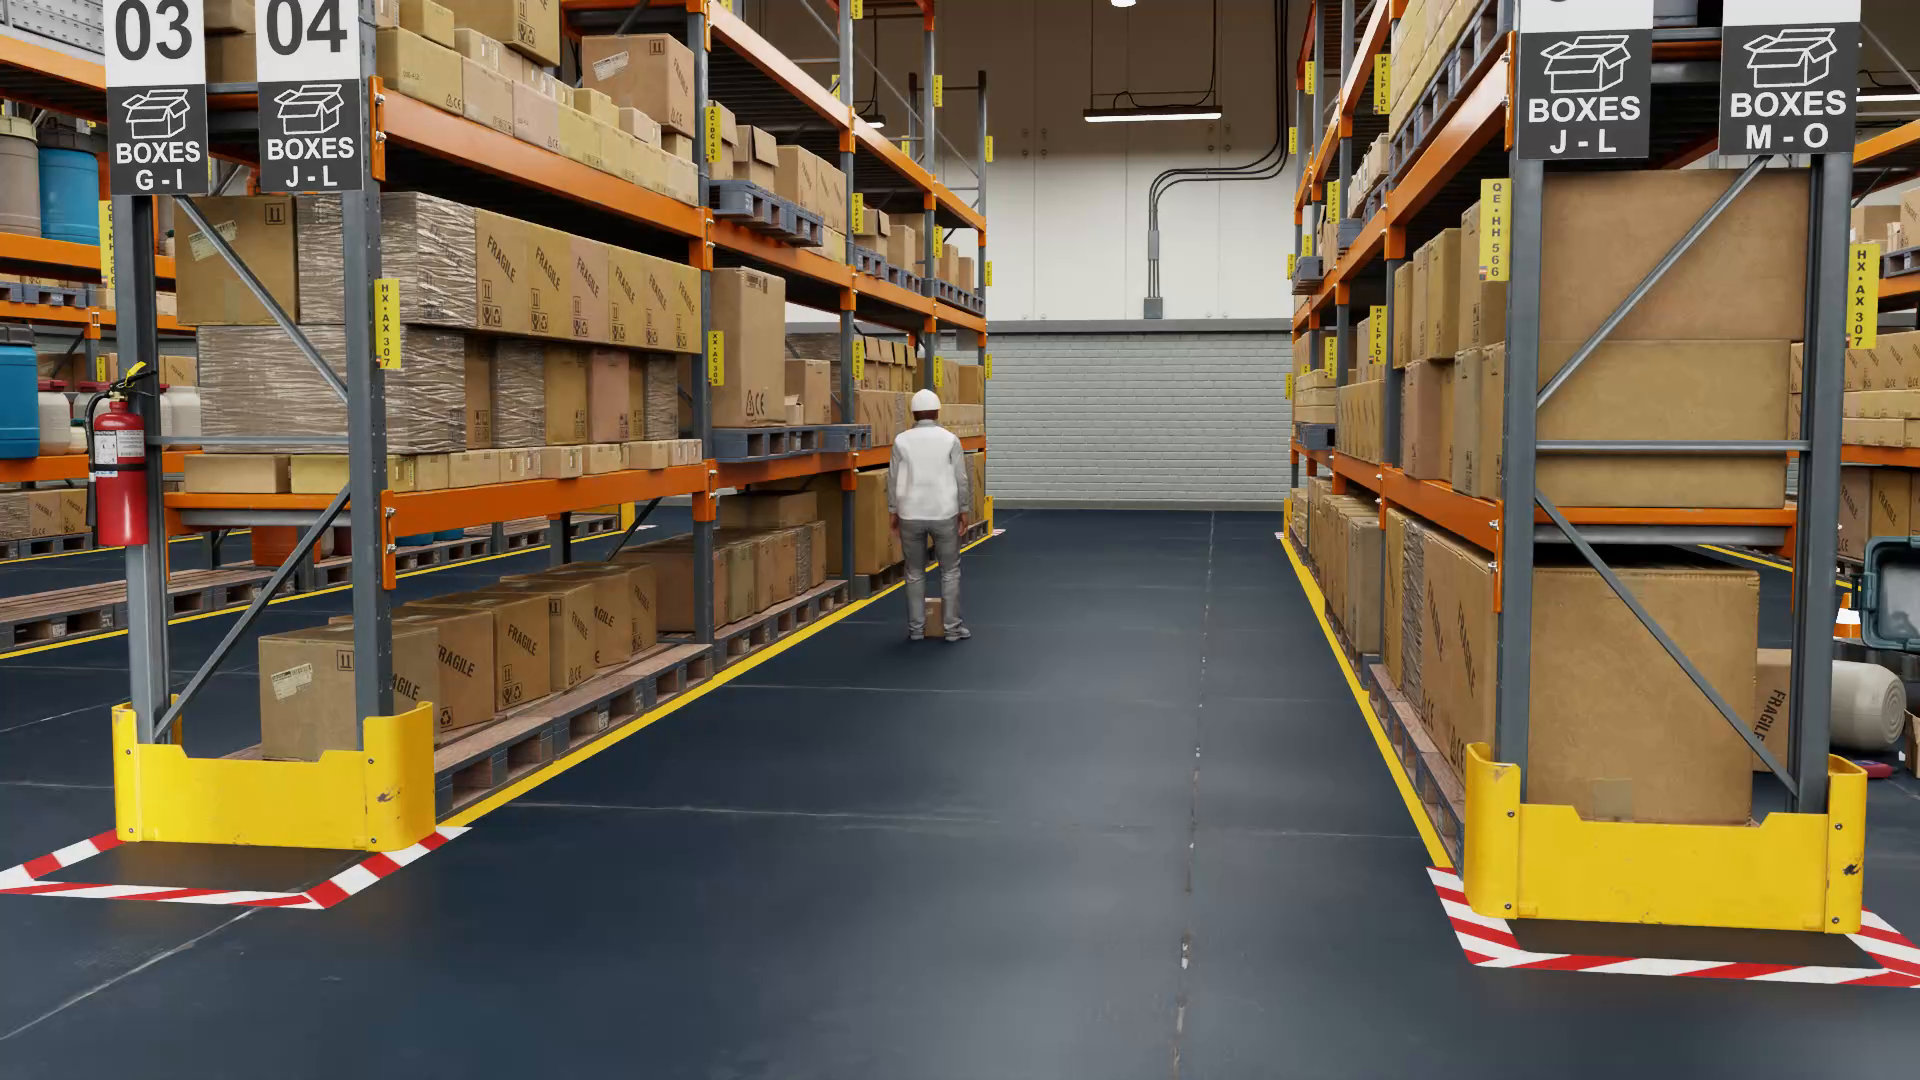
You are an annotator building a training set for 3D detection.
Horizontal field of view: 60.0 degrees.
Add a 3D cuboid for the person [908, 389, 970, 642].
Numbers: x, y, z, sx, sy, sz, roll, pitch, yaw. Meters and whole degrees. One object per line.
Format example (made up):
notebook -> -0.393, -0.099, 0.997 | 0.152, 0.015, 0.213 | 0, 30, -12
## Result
person -> -3.690, -2.232, 12.137 | 7.589, 5.808, 11.427 | 0, 4, 5
